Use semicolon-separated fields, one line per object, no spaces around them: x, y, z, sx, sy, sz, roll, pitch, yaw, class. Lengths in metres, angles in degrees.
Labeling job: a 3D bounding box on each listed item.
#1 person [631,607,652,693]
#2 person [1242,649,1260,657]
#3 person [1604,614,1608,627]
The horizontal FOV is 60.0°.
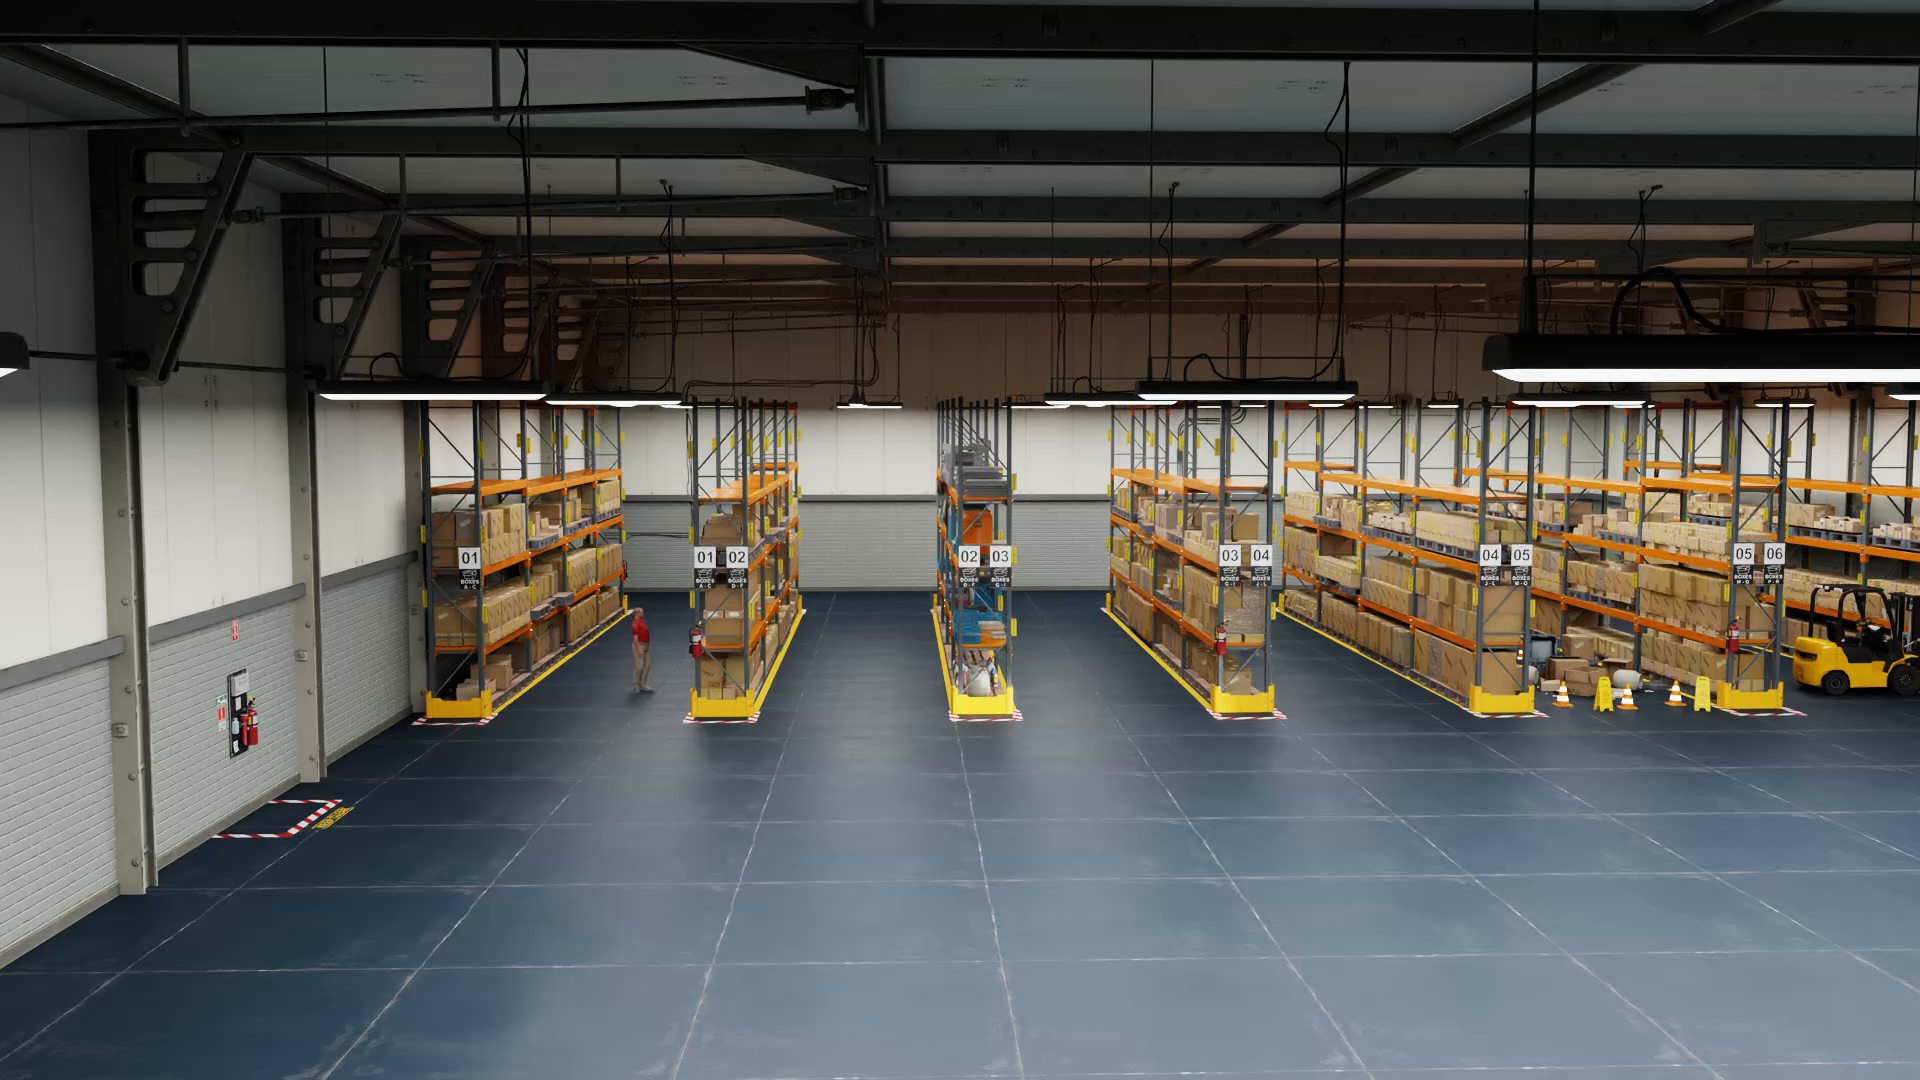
-6.540;2.279;34.106;0.410;1.803;0.632;1;5;17;person
6.809;1.862;39.130;0.675;1.651;1.066;0;4;-1;person
16.757;1.494;43.324;0.443;1.788;0.620;2;5;21;person
